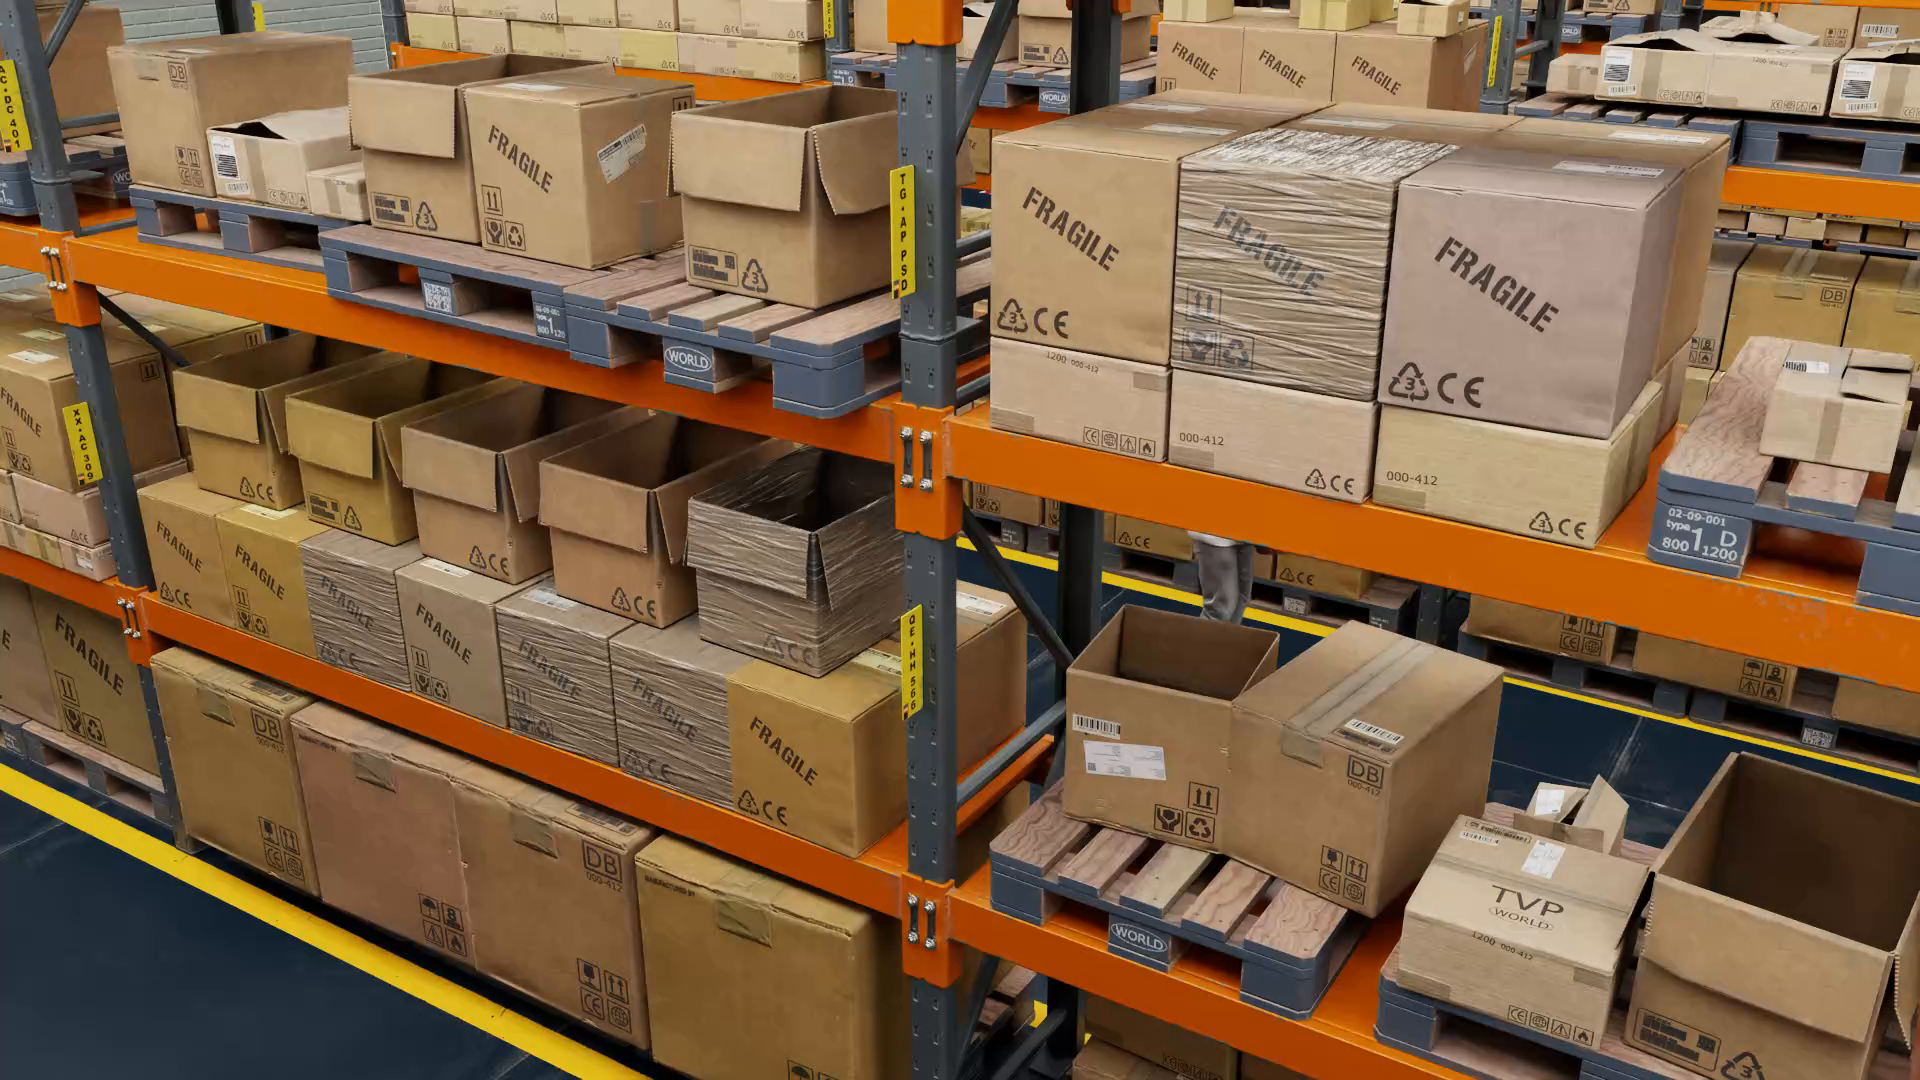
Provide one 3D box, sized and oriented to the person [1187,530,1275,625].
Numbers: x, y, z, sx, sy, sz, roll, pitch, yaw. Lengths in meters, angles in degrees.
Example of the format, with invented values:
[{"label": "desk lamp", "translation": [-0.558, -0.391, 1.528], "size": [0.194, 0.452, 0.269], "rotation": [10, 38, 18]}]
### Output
[{"label": "person", "translation": [1.463, -0.012, 8.599], "size": [0.572, 1.761, 0.504], "rotation": [14, 27, 29]}]
